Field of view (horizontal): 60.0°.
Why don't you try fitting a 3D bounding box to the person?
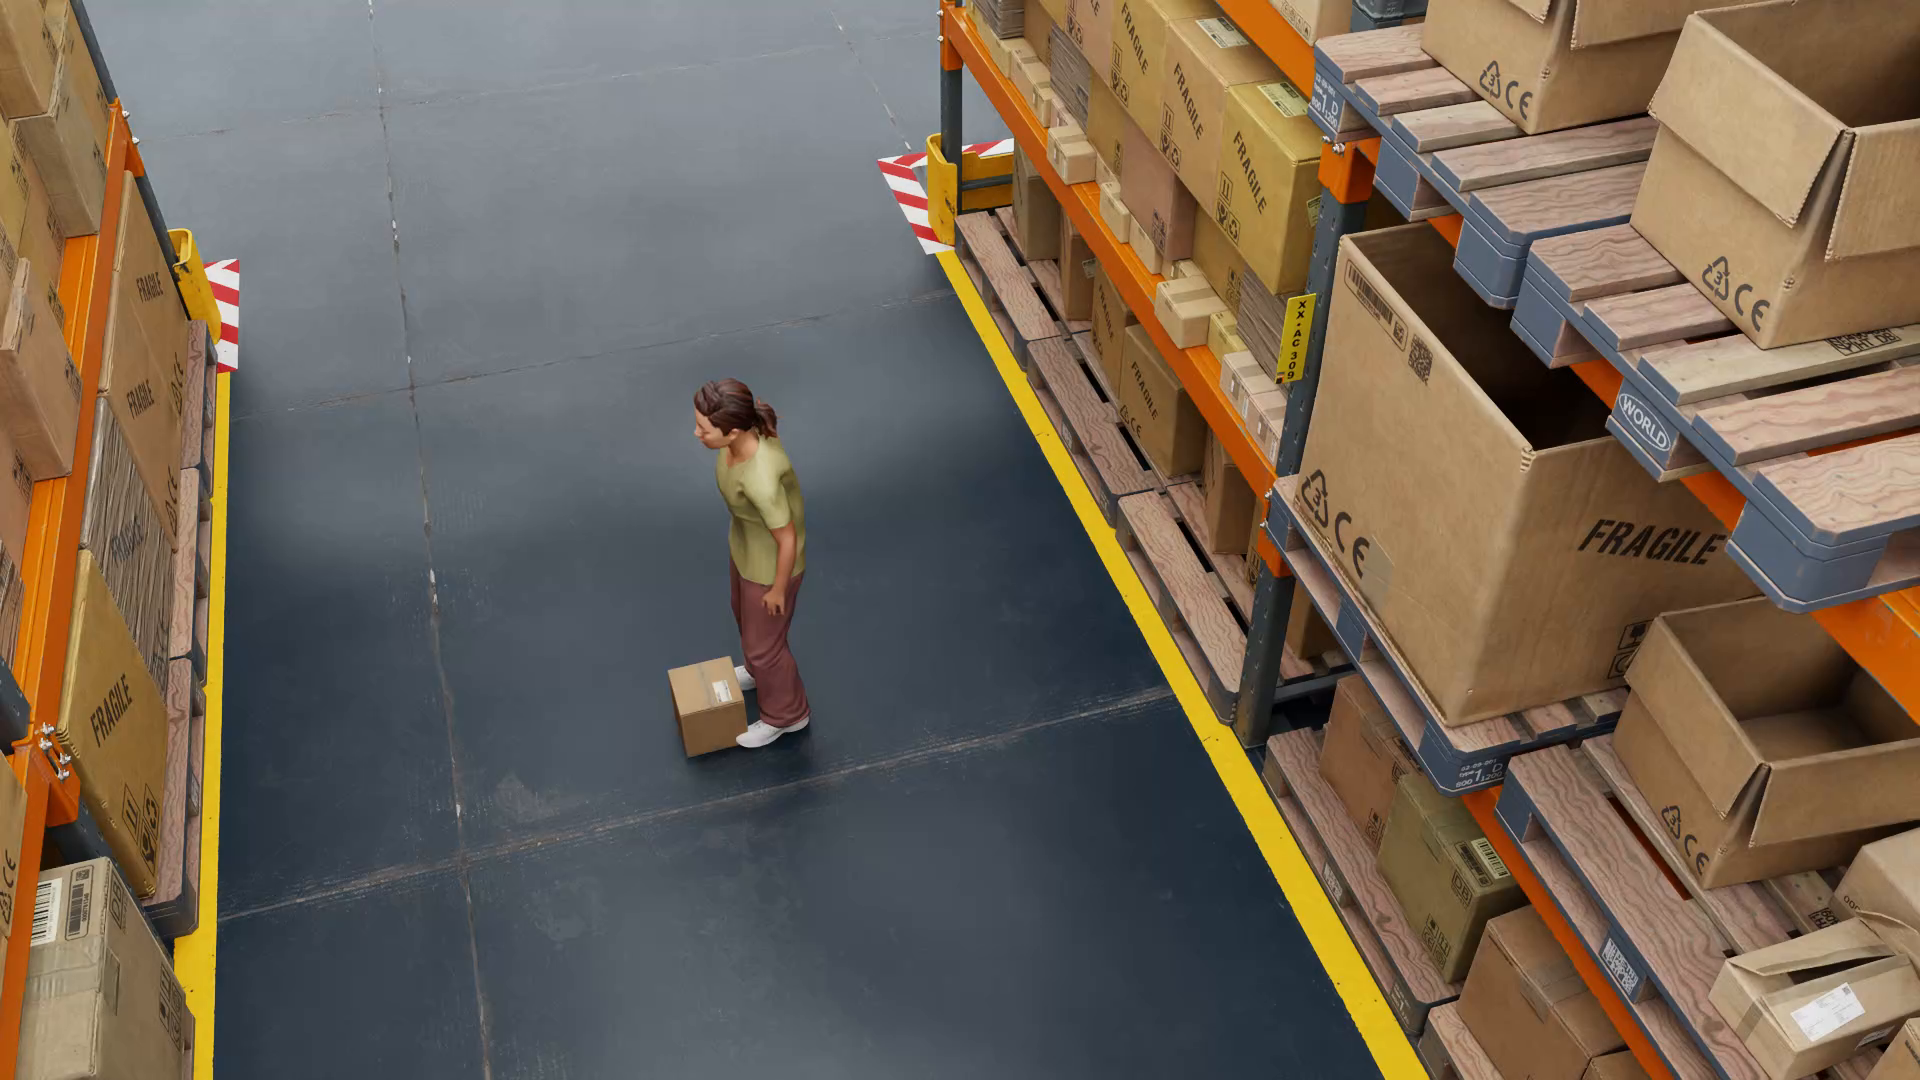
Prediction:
[{"bbox_3d":[-0.747,0.072,6.084,0.365,1.671,0.505,-14,44,-15],"label":"person"}]
